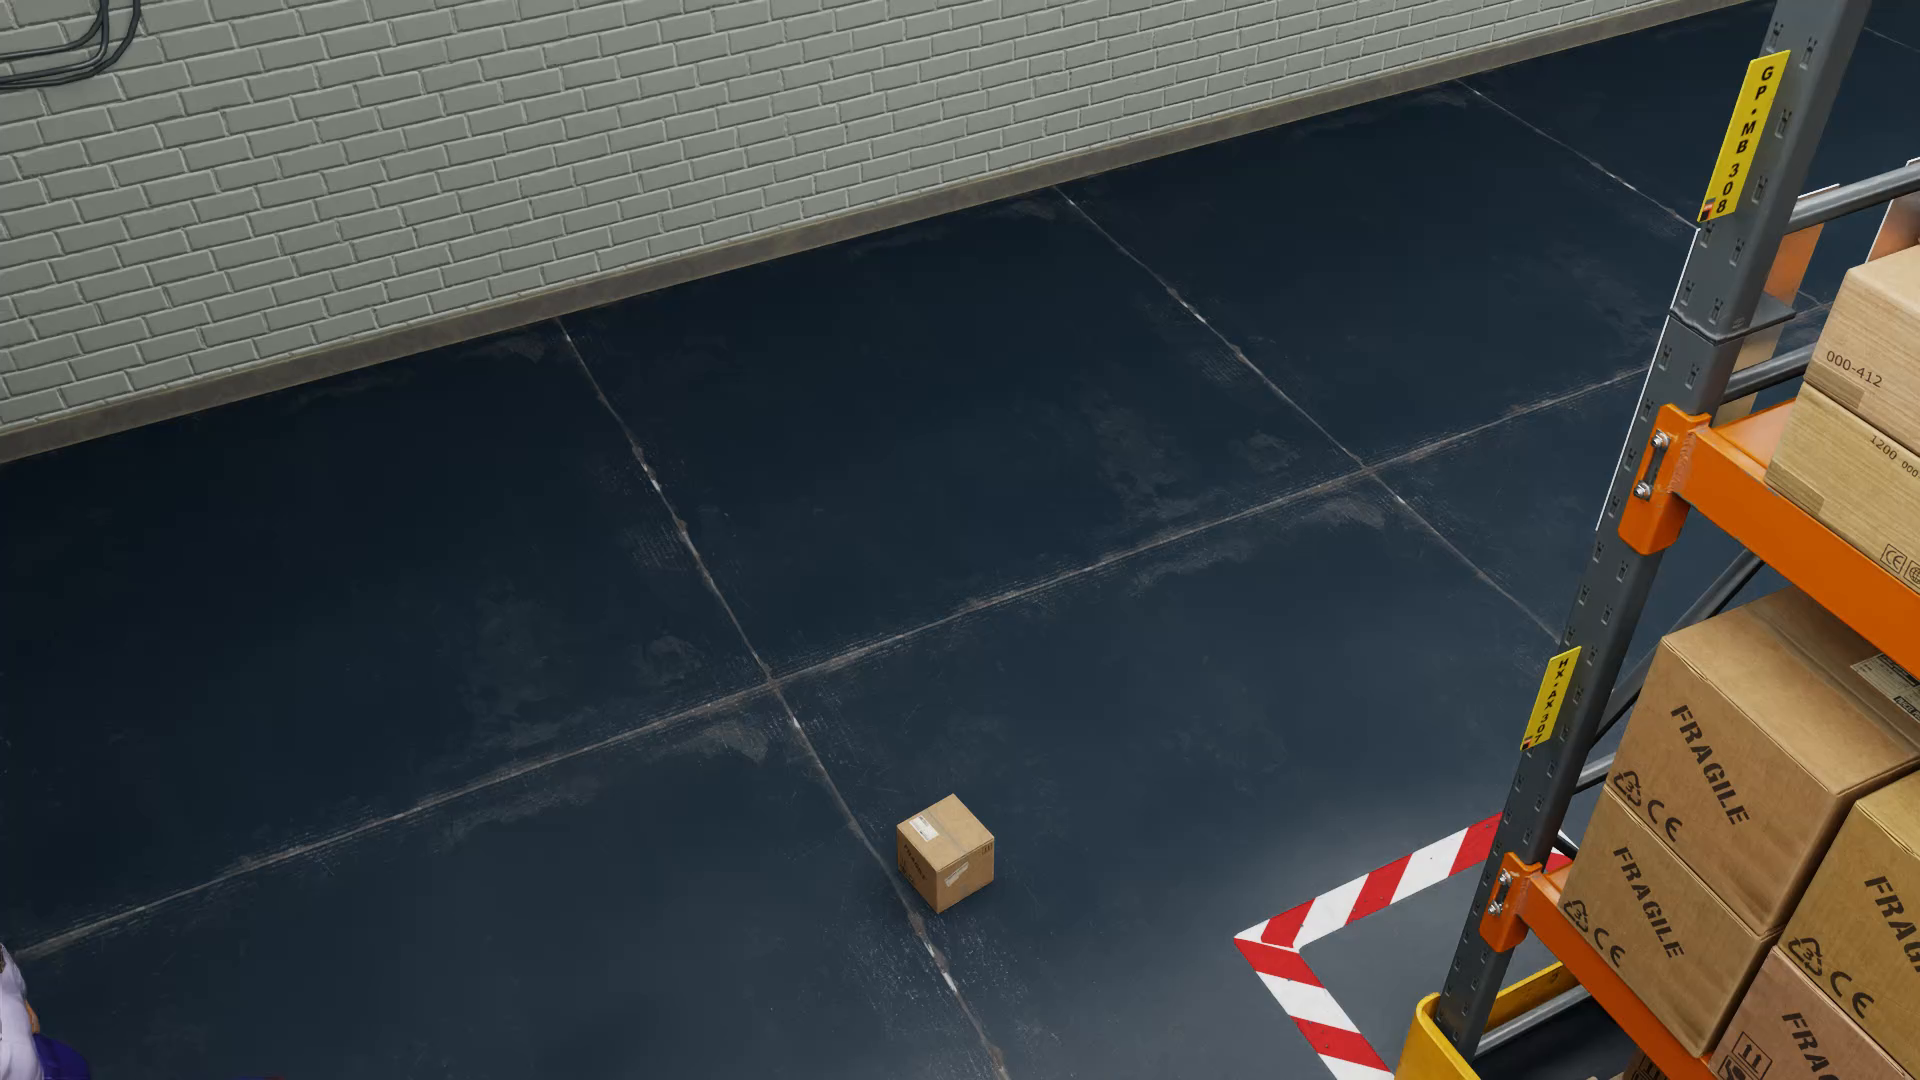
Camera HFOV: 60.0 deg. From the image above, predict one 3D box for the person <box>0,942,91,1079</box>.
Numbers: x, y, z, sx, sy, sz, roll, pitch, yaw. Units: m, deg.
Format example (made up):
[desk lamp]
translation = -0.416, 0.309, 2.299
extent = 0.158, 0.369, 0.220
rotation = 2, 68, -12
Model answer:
[person]
translation = -2.460, 1.540, 4.403
extent = 0.458, 1.647, 0.475
rotation = -26, 48, -26
